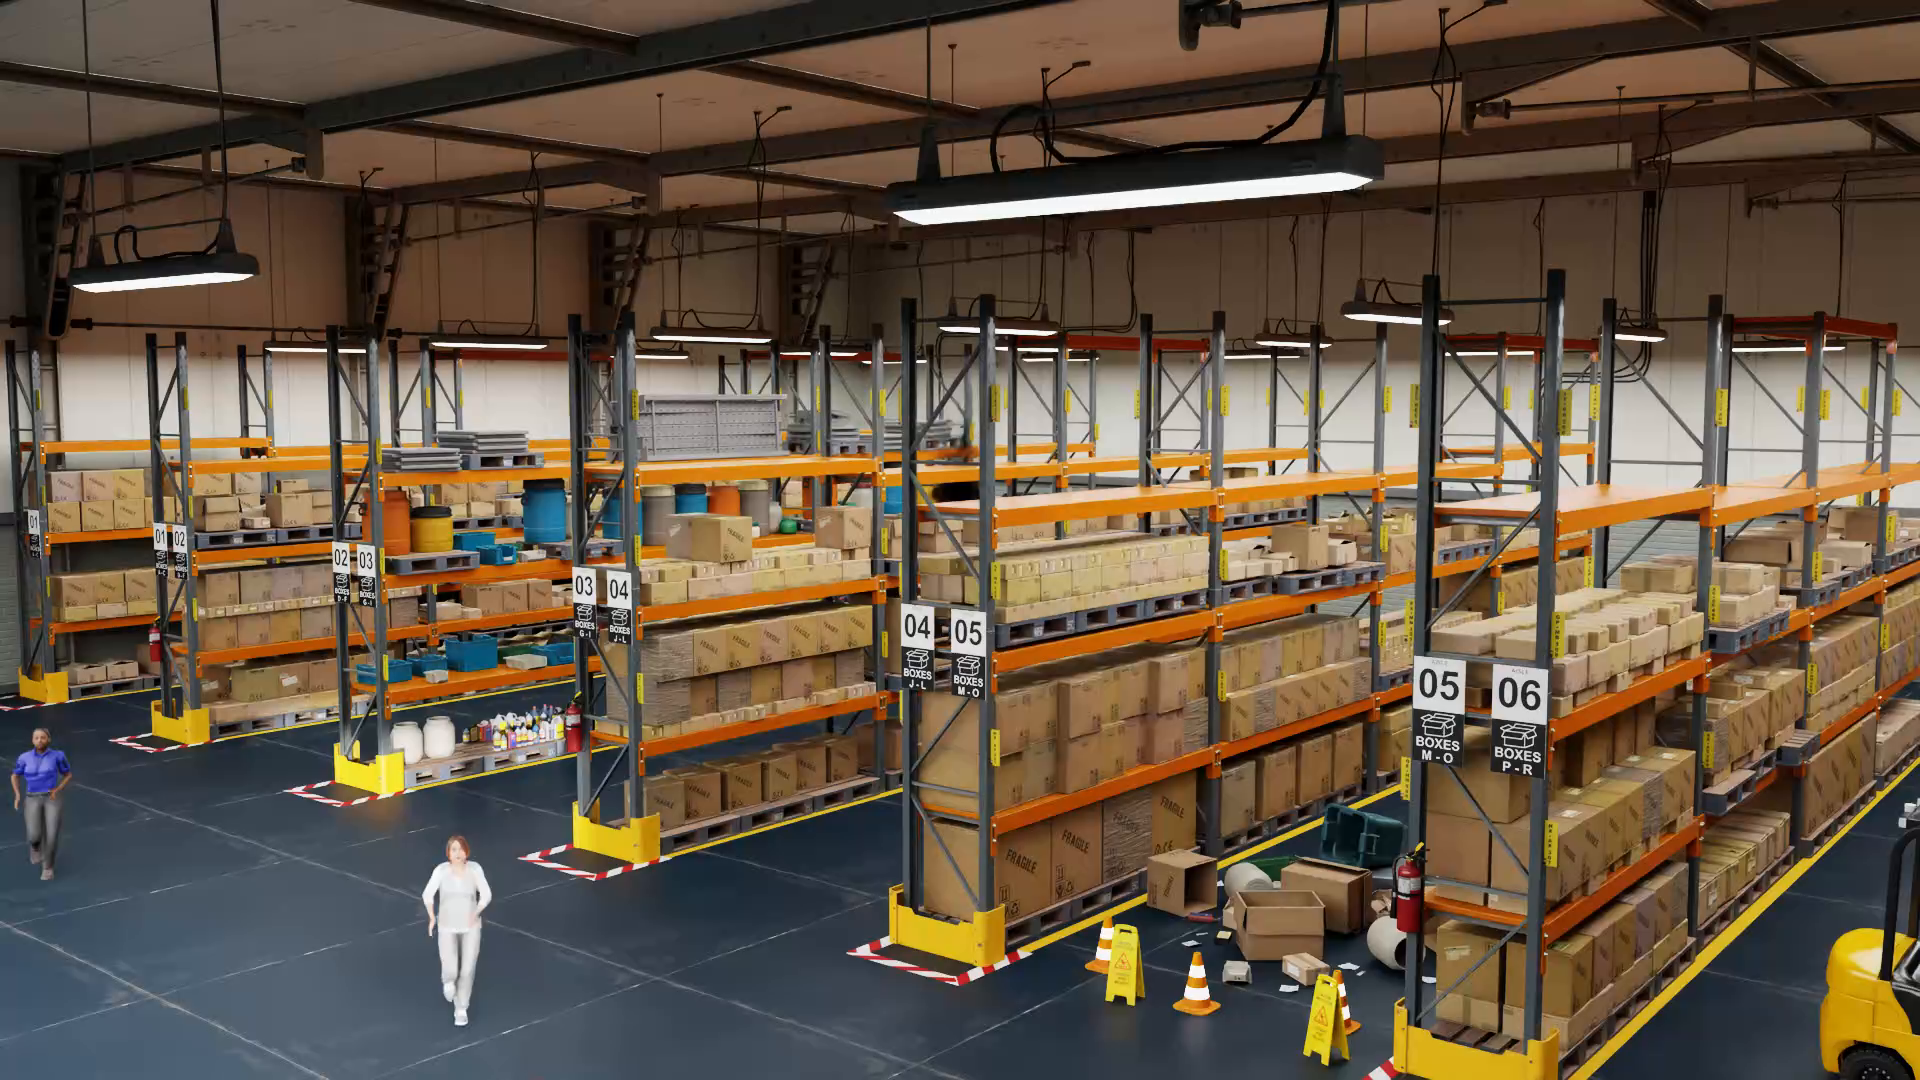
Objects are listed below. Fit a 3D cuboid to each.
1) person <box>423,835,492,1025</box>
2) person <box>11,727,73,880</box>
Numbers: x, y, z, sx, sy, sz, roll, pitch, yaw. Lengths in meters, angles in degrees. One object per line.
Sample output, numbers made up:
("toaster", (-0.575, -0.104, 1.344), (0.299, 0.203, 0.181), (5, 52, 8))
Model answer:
("person", (-4.094, 3.178, 13.575), (0.536, 1.555, 0.544), (-2, 5, -19))
("person", (-9.718, 2.789, 17.621), (0.581, 1.615, 0.555), (-3, 6, -26))
